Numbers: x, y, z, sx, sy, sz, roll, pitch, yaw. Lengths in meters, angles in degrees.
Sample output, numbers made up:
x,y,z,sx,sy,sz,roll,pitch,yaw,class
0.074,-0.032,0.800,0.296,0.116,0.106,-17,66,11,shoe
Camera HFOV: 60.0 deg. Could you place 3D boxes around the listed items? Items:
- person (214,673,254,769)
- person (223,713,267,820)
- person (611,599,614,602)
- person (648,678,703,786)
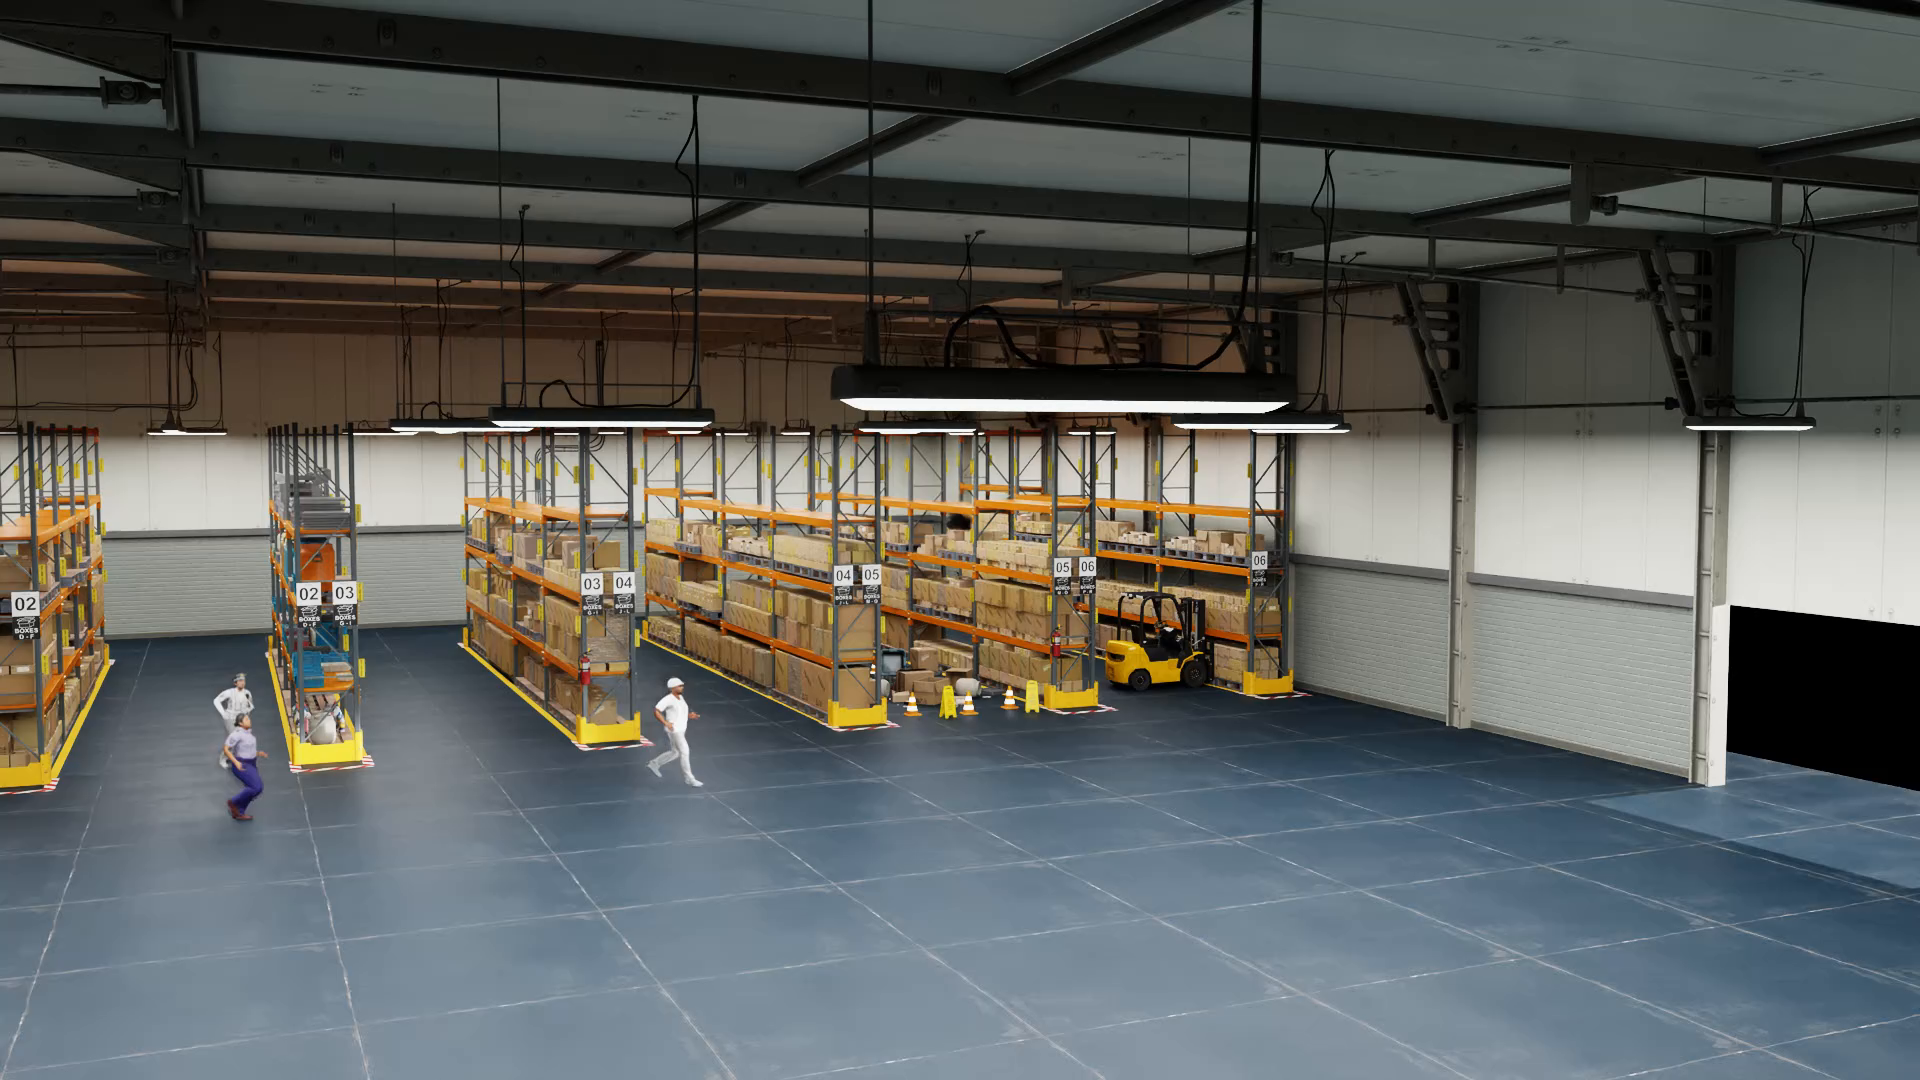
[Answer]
x,y,z,sx,sy,sz,roll,pitch,yaw,class
-12.561,3.127,28.865,0.577,1.643,0.596,3,4,36,person
-10.674,3.397,24.920,0.536,1.605,0.603,0,4,-5,person
-10.222,2.016,47.342,0.629,1.659,0.872,1,4,13,person
-4.707,3.158,27.447,0.972,1.774,0.699,0,4,8,person
